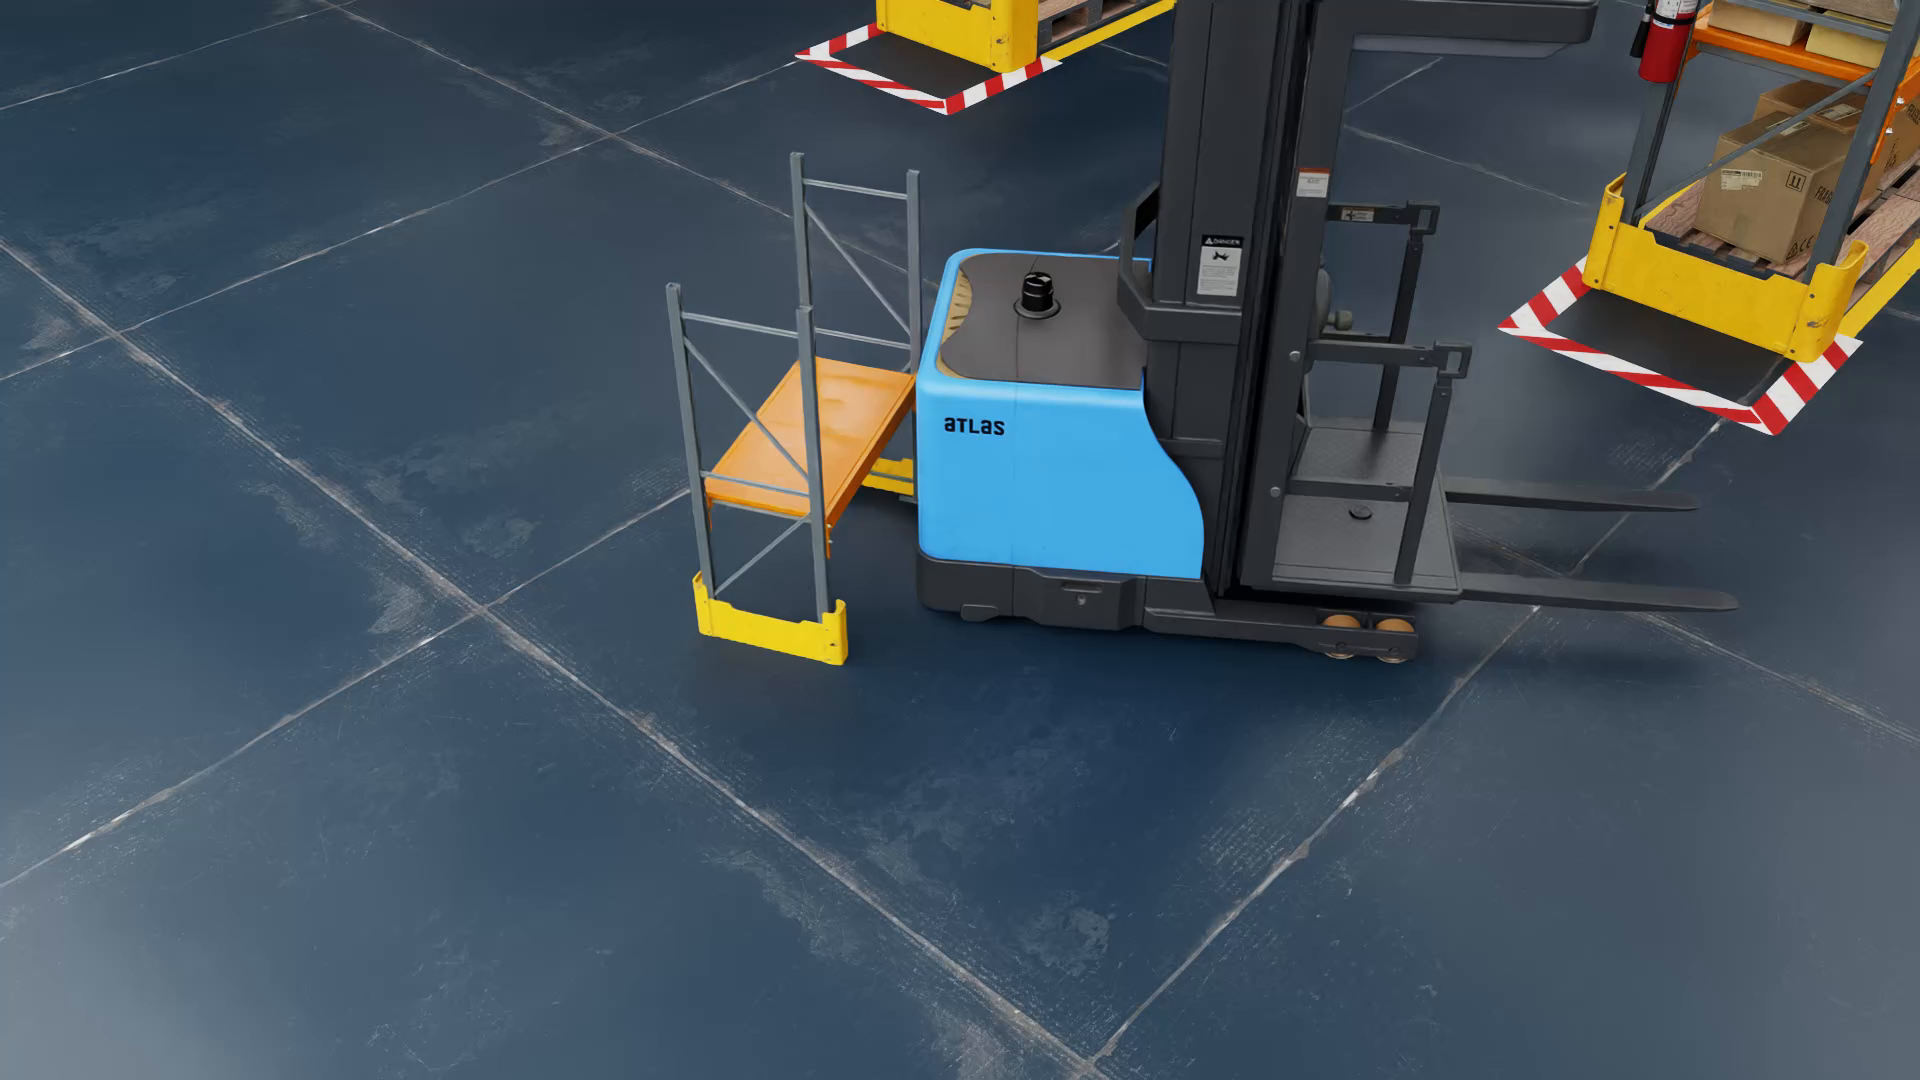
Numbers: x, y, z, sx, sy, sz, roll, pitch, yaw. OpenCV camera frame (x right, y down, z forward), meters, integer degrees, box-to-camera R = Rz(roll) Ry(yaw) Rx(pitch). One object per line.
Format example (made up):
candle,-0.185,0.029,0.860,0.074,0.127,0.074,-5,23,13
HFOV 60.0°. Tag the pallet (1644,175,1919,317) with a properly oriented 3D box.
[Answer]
pallet,4.234,-1.578,8.565,1.003,0.211,1.213,30,47,32

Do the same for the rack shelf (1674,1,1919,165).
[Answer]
rack shelf,4.957,-2.914,8.582,1.077,0.370,4.000,30,47,32

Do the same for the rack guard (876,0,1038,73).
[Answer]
rack guard,-0.031,-3.433,10.665,1.175,0.500,0.348,30,47,32

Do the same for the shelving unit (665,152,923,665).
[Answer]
shelving unit,-0.545,-0.495,6.167,0.587,1.500,1.083,12,40,14

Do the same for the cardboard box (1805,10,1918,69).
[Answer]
cardboard box,3.976,-2.209,7.320,0.380,0.149,0.250,30,47,32

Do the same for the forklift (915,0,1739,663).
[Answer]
forklift,1.387,-1.043,5.707,3.031,2.935,1.130,4,39,5

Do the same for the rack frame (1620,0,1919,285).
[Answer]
rack frame,3.608,-2.277,7.203,1.000,3.000,0.127,30,47,32

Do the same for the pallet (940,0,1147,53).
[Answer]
pallet,0.521,-3.690,11.221,1.003,0.211,1.213,30,47,32

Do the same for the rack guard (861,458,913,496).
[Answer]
rack guard,-0.386,-0.299,6.926,0.587,0.250,0.087,12,40,14

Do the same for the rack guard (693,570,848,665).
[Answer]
rack guard,-0.704,0.288,6.187,0.587,0.250,0.087,12,40,14

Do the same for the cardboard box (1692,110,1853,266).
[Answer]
cardboard box,4.042,-1.742,8.202,0.500,0.500,0.500,-25,45,-28

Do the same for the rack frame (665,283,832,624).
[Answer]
rack frame,-0.710,-0.190,5.783,0.500,1.500,0.032,12,40,14

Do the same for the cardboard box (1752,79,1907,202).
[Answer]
cardboard box,4.420,-2.031,8.566,0.500,0.500,0.500,-22,43,-25

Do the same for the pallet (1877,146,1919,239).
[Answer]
pallet,5.057,-2.136,9.267,1.003,0.211,1.213,30,47,32

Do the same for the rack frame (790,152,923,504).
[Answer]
rack frame,-0.385,-0.789,6.537,0.500,1.500,0.032,12,40,14

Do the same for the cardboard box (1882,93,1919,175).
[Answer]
cardboard box,4.856,-2.311,8.917,0.500,0.500,0.500,-29,47,-32

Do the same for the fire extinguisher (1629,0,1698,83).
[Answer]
fire extinguisher,3.191,-2.387,7.404,0.296,0.674,0.183,30,47,32

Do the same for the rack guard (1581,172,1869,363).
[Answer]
rack guard,3.659,-1.333,8.025,1.175,0.500,0.348,30,47,32

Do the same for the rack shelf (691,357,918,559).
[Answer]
rack shelf,-0.548,-0.349,6.272,0.538,0.185,1.000,12,40,14

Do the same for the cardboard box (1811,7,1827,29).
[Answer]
cardboard box,3.817,-2.510,7.699,0.380,0.149,0.250,30,47,32

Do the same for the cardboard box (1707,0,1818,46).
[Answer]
cardboard box,3.648,-2.396,7.555,0.380,0.149,0.250,30,47,32

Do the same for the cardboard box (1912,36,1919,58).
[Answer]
cardboard box,4.159,-2.316,7.454,0.380,0.149,0.250,30,47,32
